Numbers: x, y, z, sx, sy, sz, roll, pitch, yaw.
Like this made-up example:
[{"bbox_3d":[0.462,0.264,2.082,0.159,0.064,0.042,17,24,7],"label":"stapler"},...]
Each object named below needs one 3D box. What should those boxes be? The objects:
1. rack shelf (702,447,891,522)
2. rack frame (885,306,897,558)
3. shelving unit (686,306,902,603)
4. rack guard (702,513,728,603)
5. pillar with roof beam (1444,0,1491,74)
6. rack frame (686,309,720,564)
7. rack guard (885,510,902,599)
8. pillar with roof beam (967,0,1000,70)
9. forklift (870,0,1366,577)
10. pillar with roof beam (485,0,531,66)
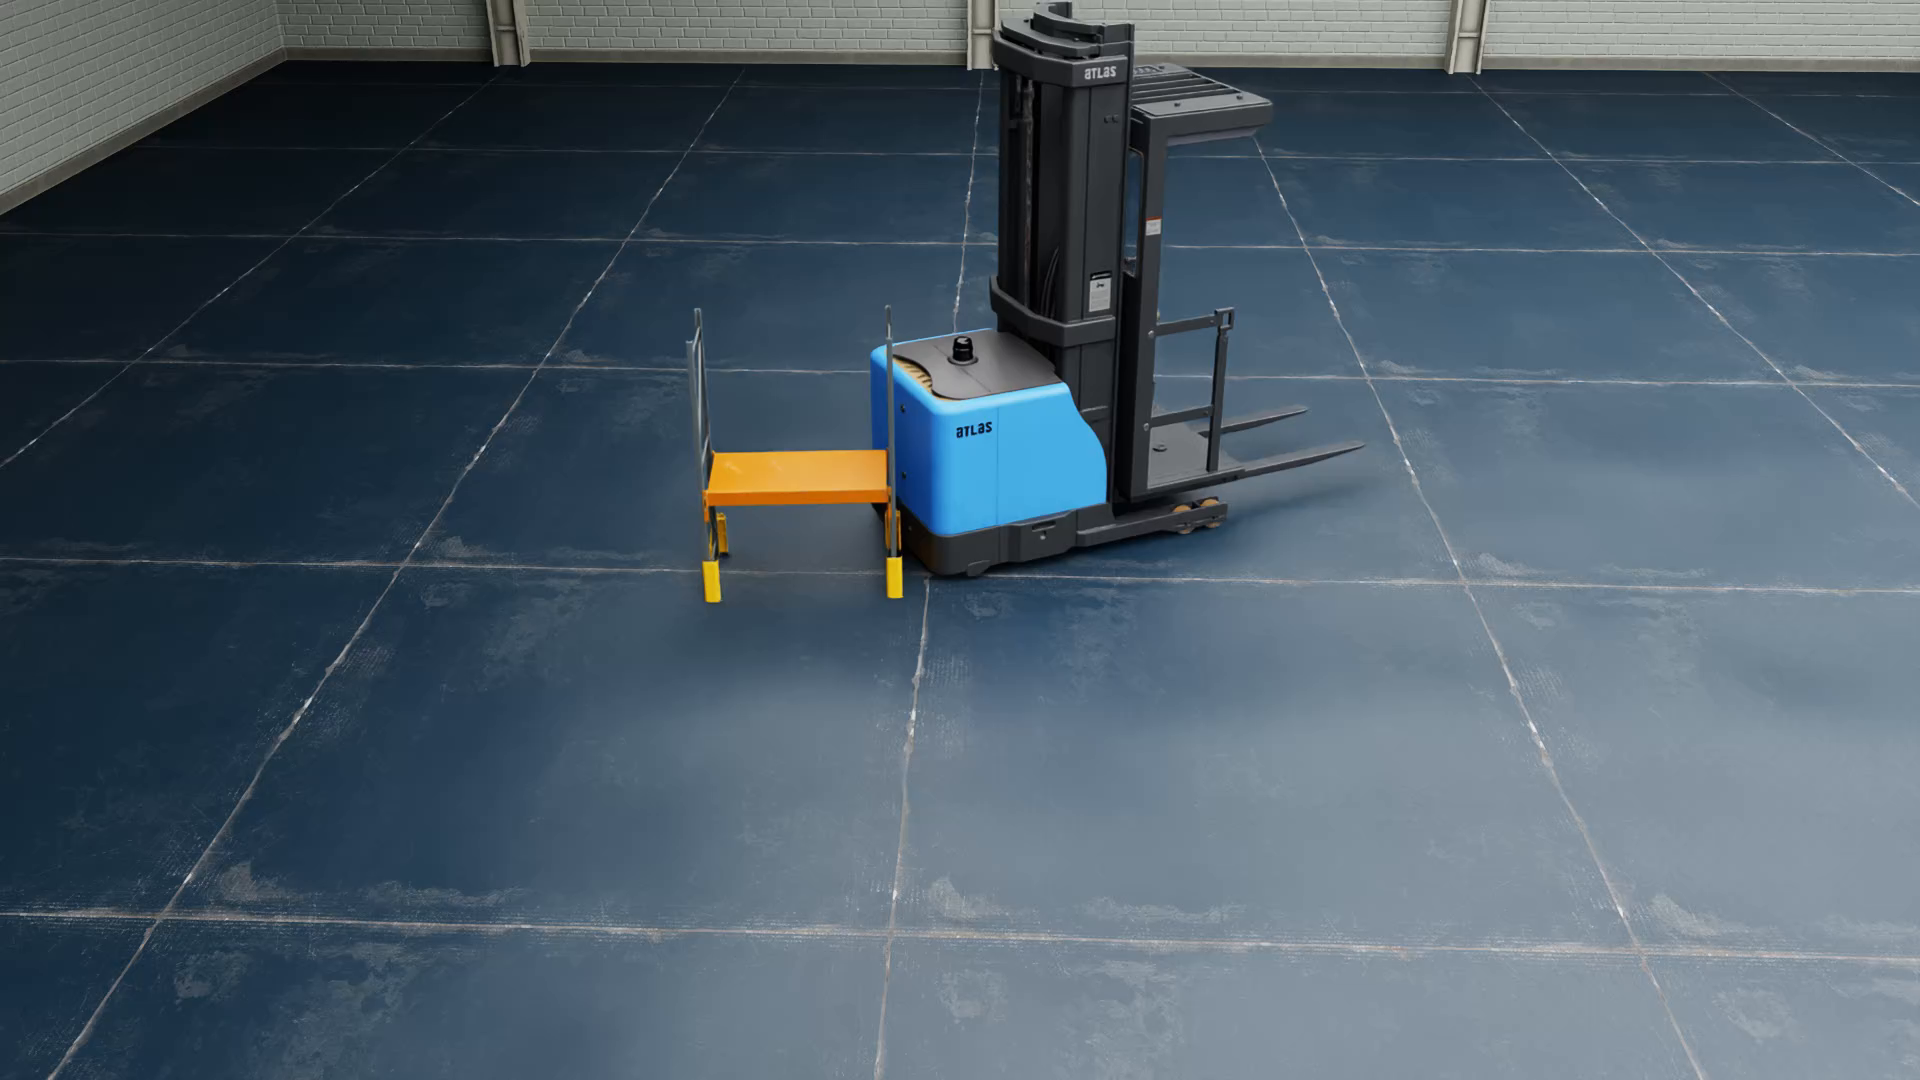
[{"bbox_3d":[-0.880,-0.308,9.113,1.000,0.185,0.538,-1,28,-2],"label":"rack shelf"},{"bbox_3d":[-0.372,-0.478,9.050,0.032,1.500,0.500,-1,28,-2],"label":"rack frame"},{"bbox_3d":[-0.871,-0.467,9.029,1.083,1.500,0.587,-1,28,-2],"label":"shelving unit"},{"bbox_3d":[-1.368,0.096,9.302,0.087,0.250,0.587,-1,28,-2],"label":"rack guard"},{"bbox_3d":[6.134,-7.837,14.927,0.400,9.000,9.100,1,28,2],"label":"pillar with roof beam"},{"bbox_3d":[-1.388,-0.456,9.008,0.032,1.500,0.500,-1,28,-2],"label":"rack frame"},{"bbox_3d":[-0.374,0.075,9.342,0.087,0.250,0.587,-1,28,-2],"label":"rack guard"},{"bbox_3d":[0.138,-7.937,15.114,0.400,9.000,9.100,1,28,2],"label":"pillar with roof beam"},{"bbox_3d":[1.029,-1.542,9.529,3.031,2.935,1.130,-12,30,-22],"label":"forklift"},{"bbox_3d":[-5.858,-8.036,15.301,0.400,9.000,9.100,1,28,2],"label":"pillar with roof beam"}]
